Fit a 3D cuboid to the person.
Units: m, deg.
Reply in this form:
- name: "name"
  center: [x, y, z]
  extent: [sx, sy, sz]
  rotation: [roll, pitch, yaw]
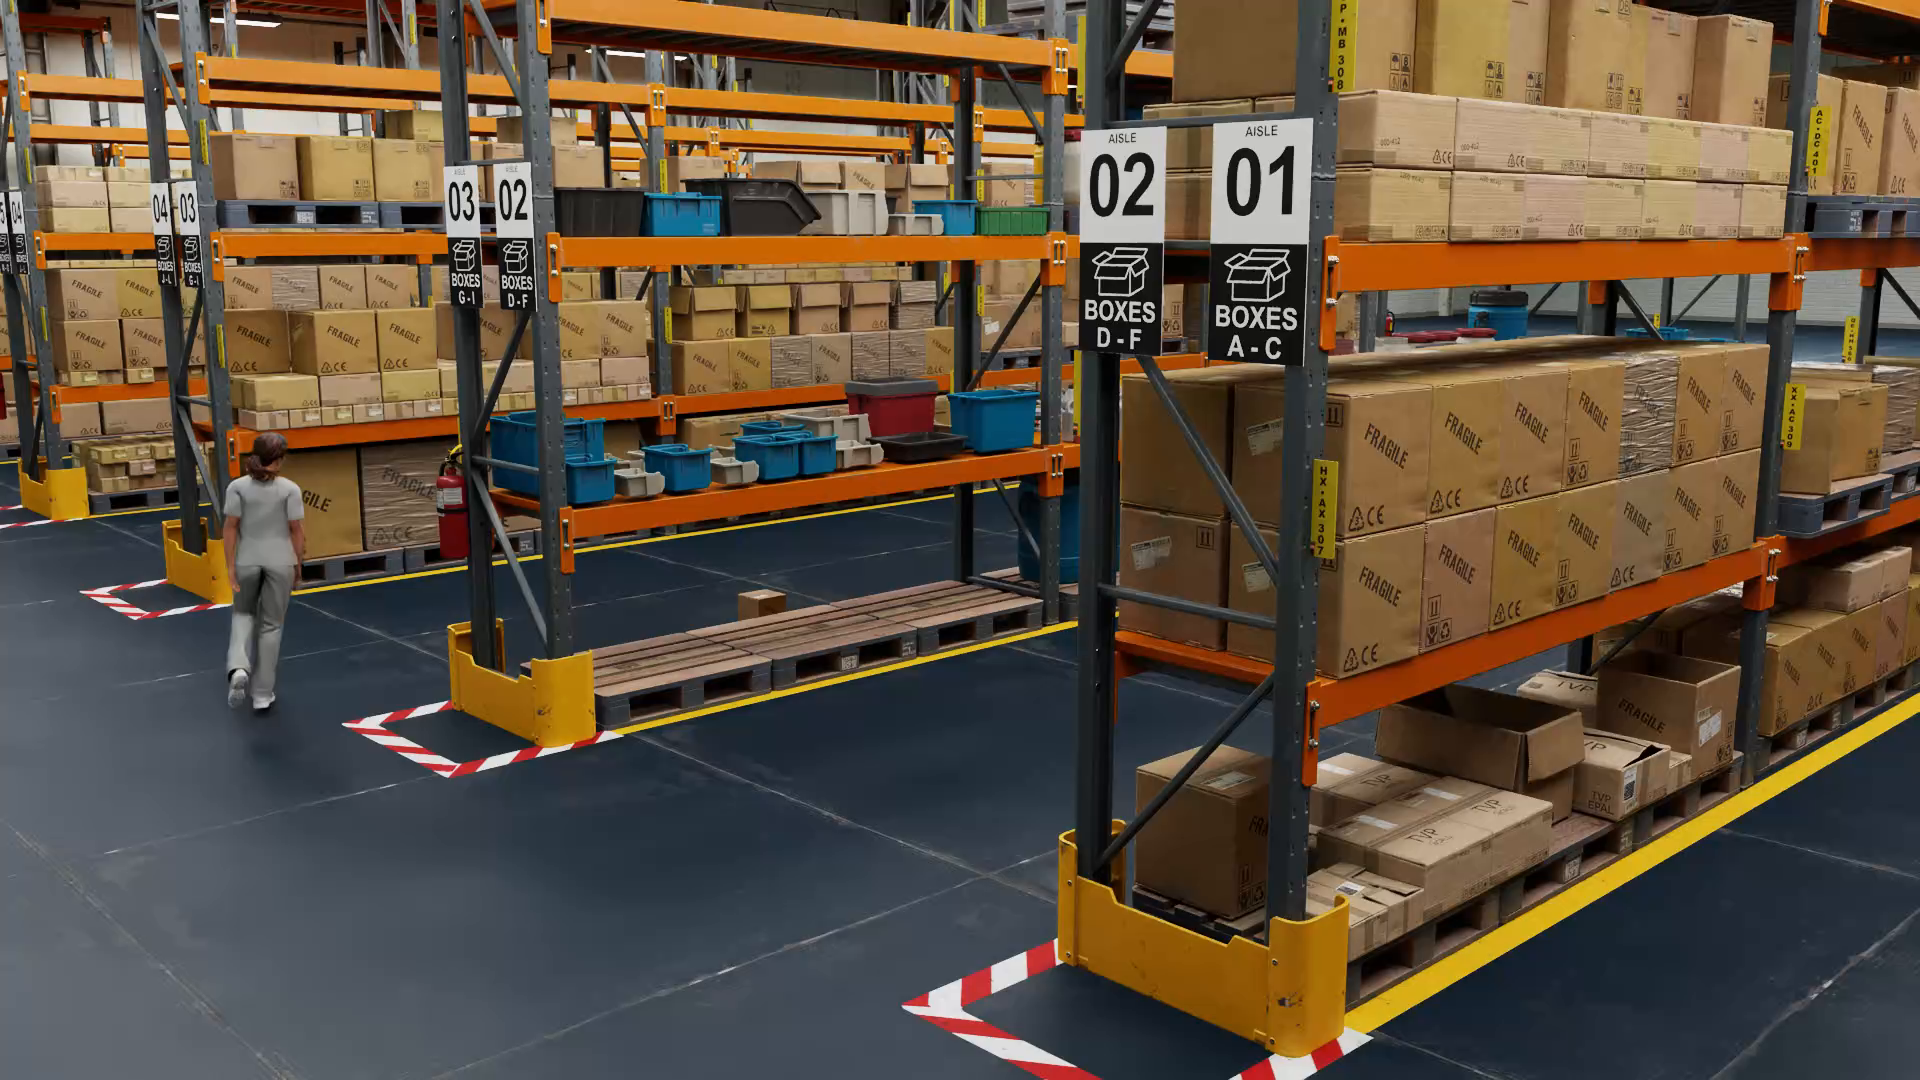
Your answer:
- name: "person"
  center: [-4.148, 0.173, 9.933]
  extent: [0.500, 1.659, 0.440]
  rotation: [-2, 11, -12]
